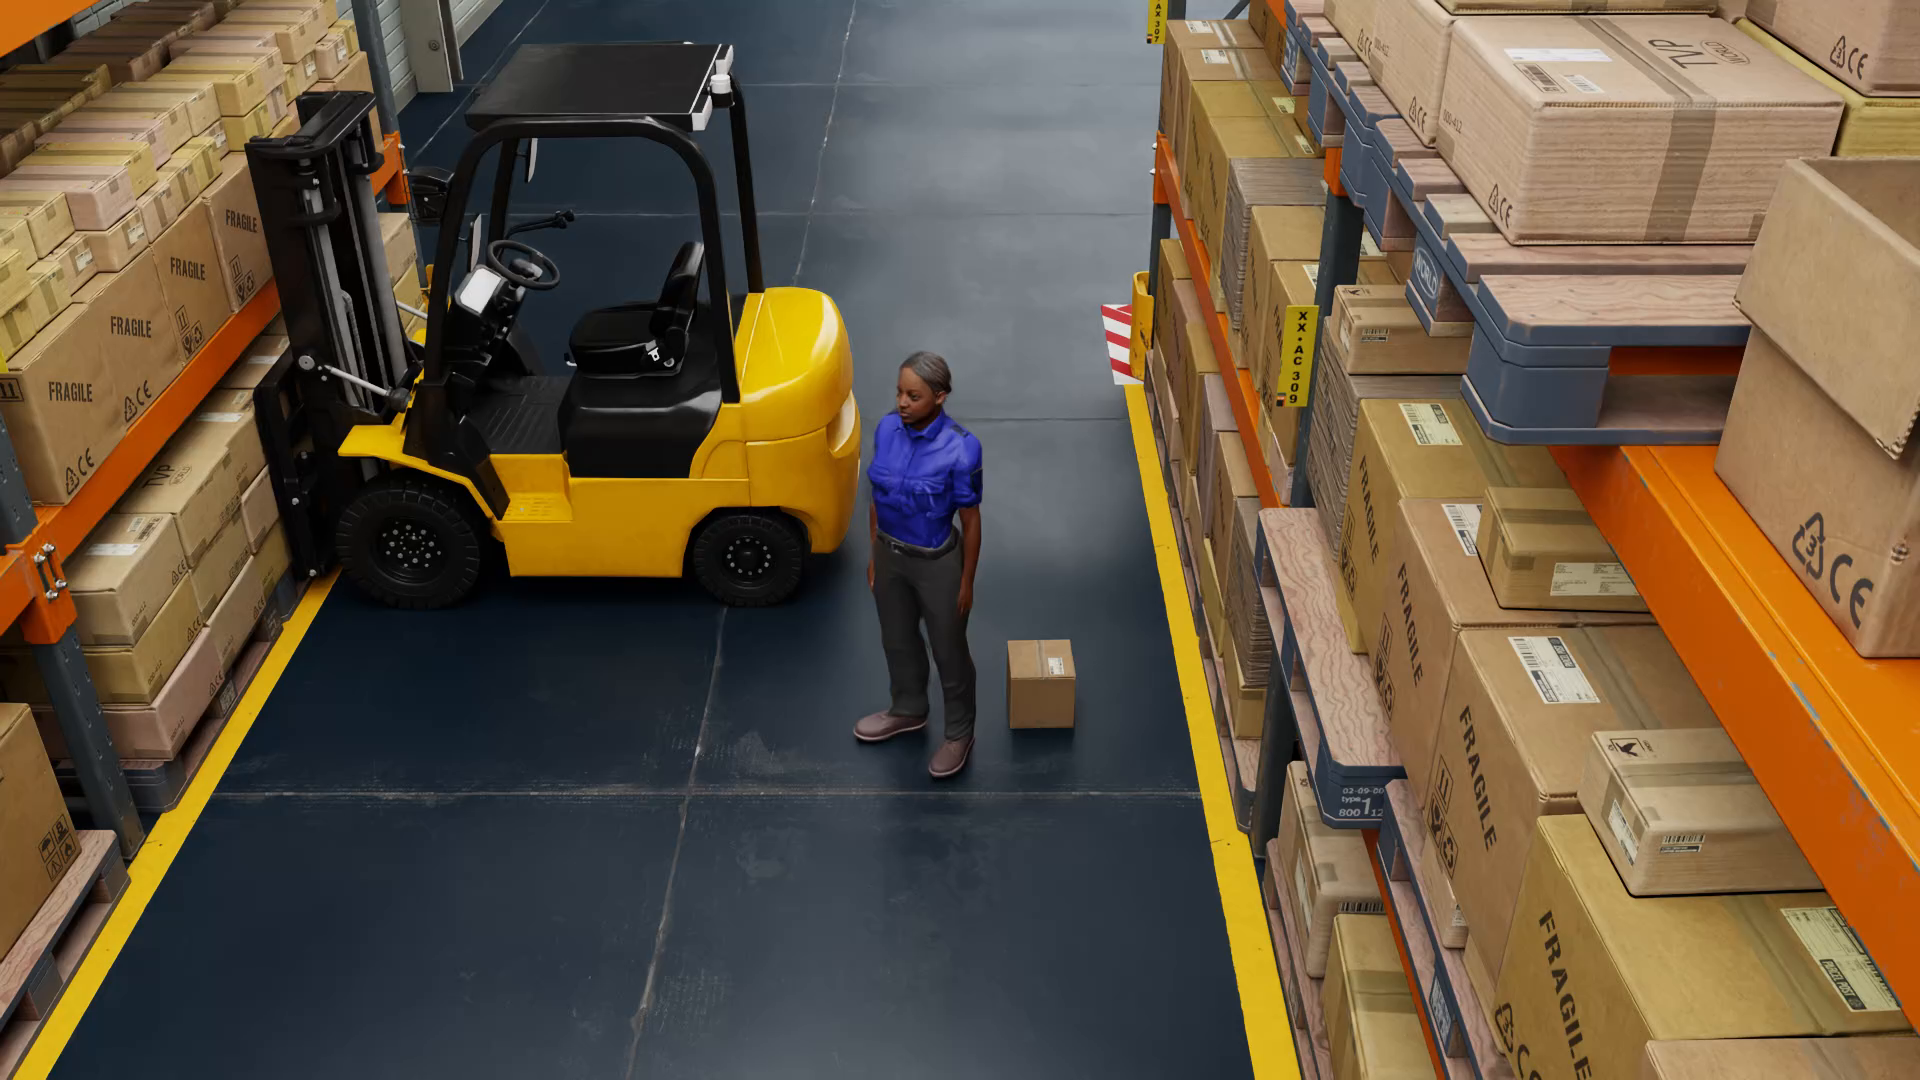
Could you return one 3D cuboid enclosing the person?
[{"bbox_3d":[-0.160,0.083,5.976,0.507,1.658,0.297,18,36,27],"label":"person"}]
